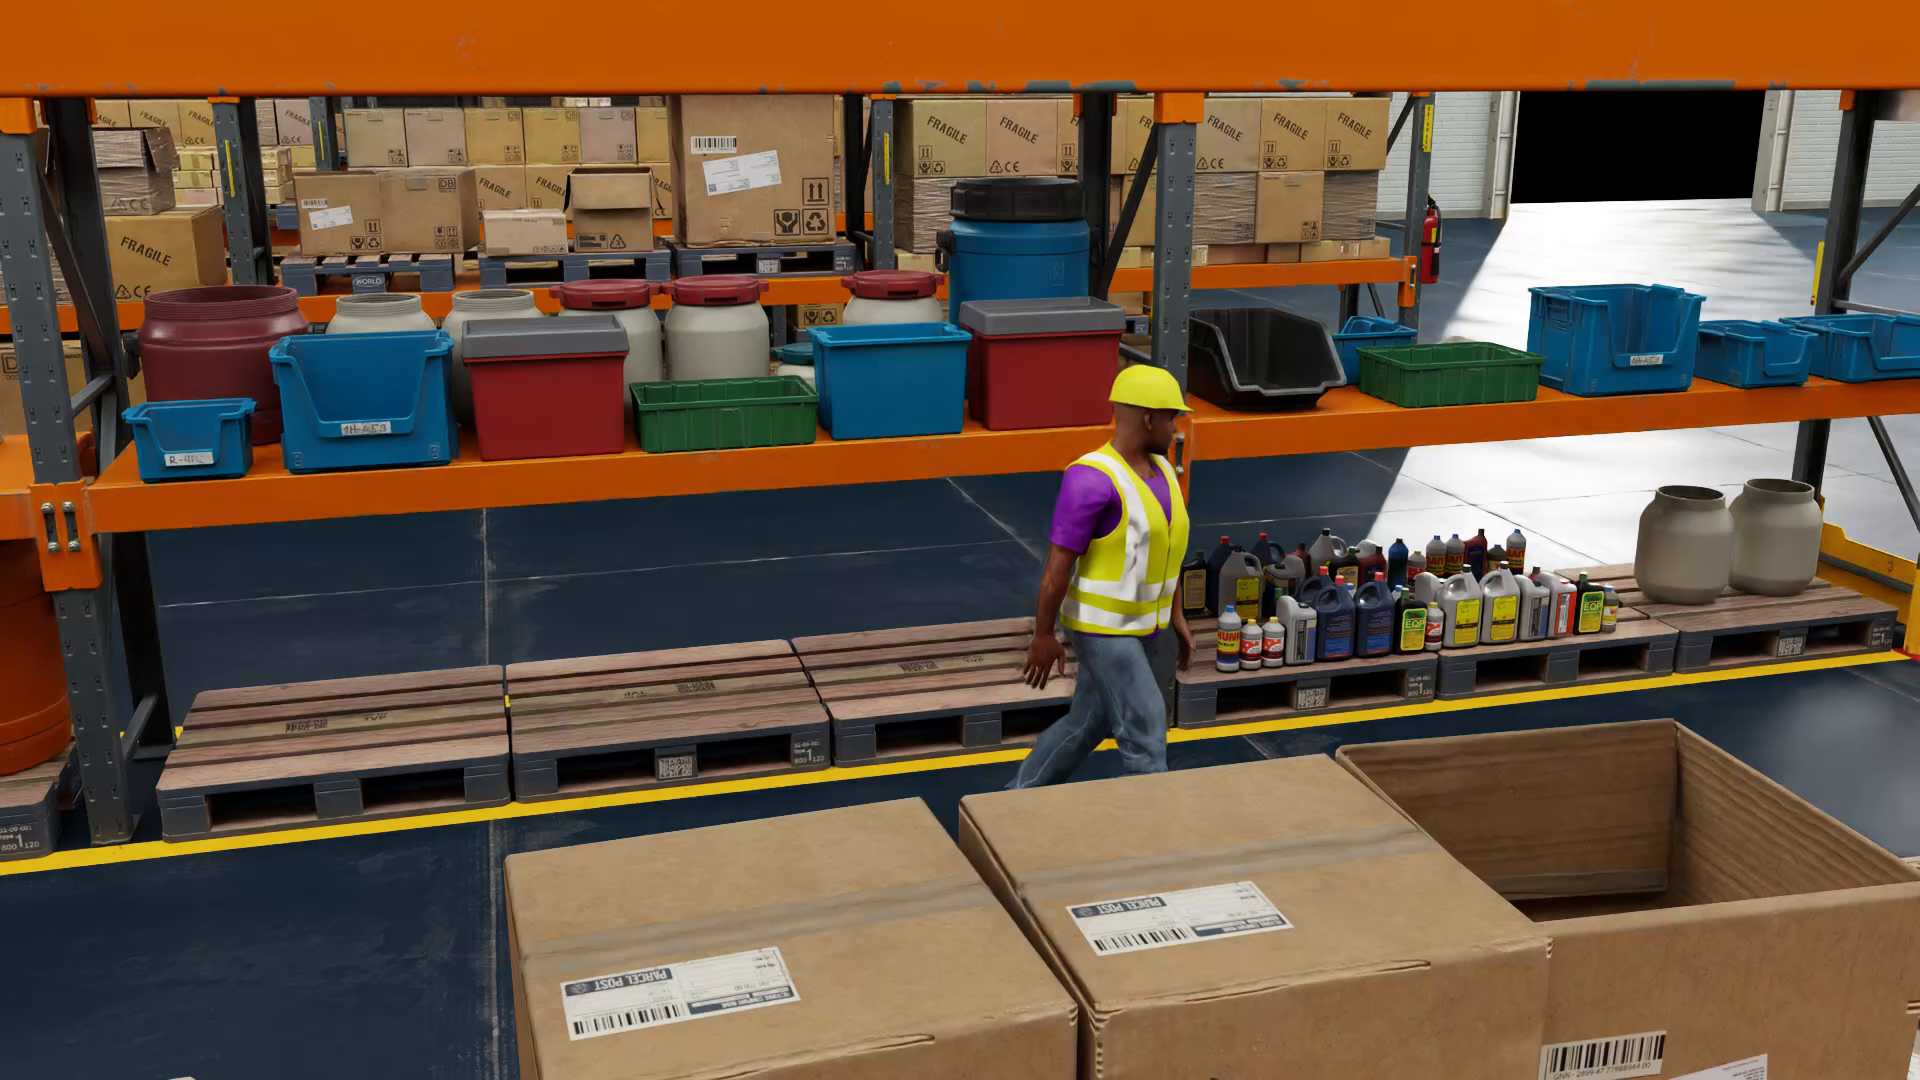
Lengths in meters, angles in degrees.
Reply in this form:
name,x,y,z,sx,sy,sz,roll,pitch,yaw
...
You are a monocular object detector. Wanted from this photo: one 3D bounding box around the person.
name,x,y,z,sx,sy,sz,roll,pitch,yaw
person,0.587,0.278,5.505,1.016,1.699,0.640,10,19,31
